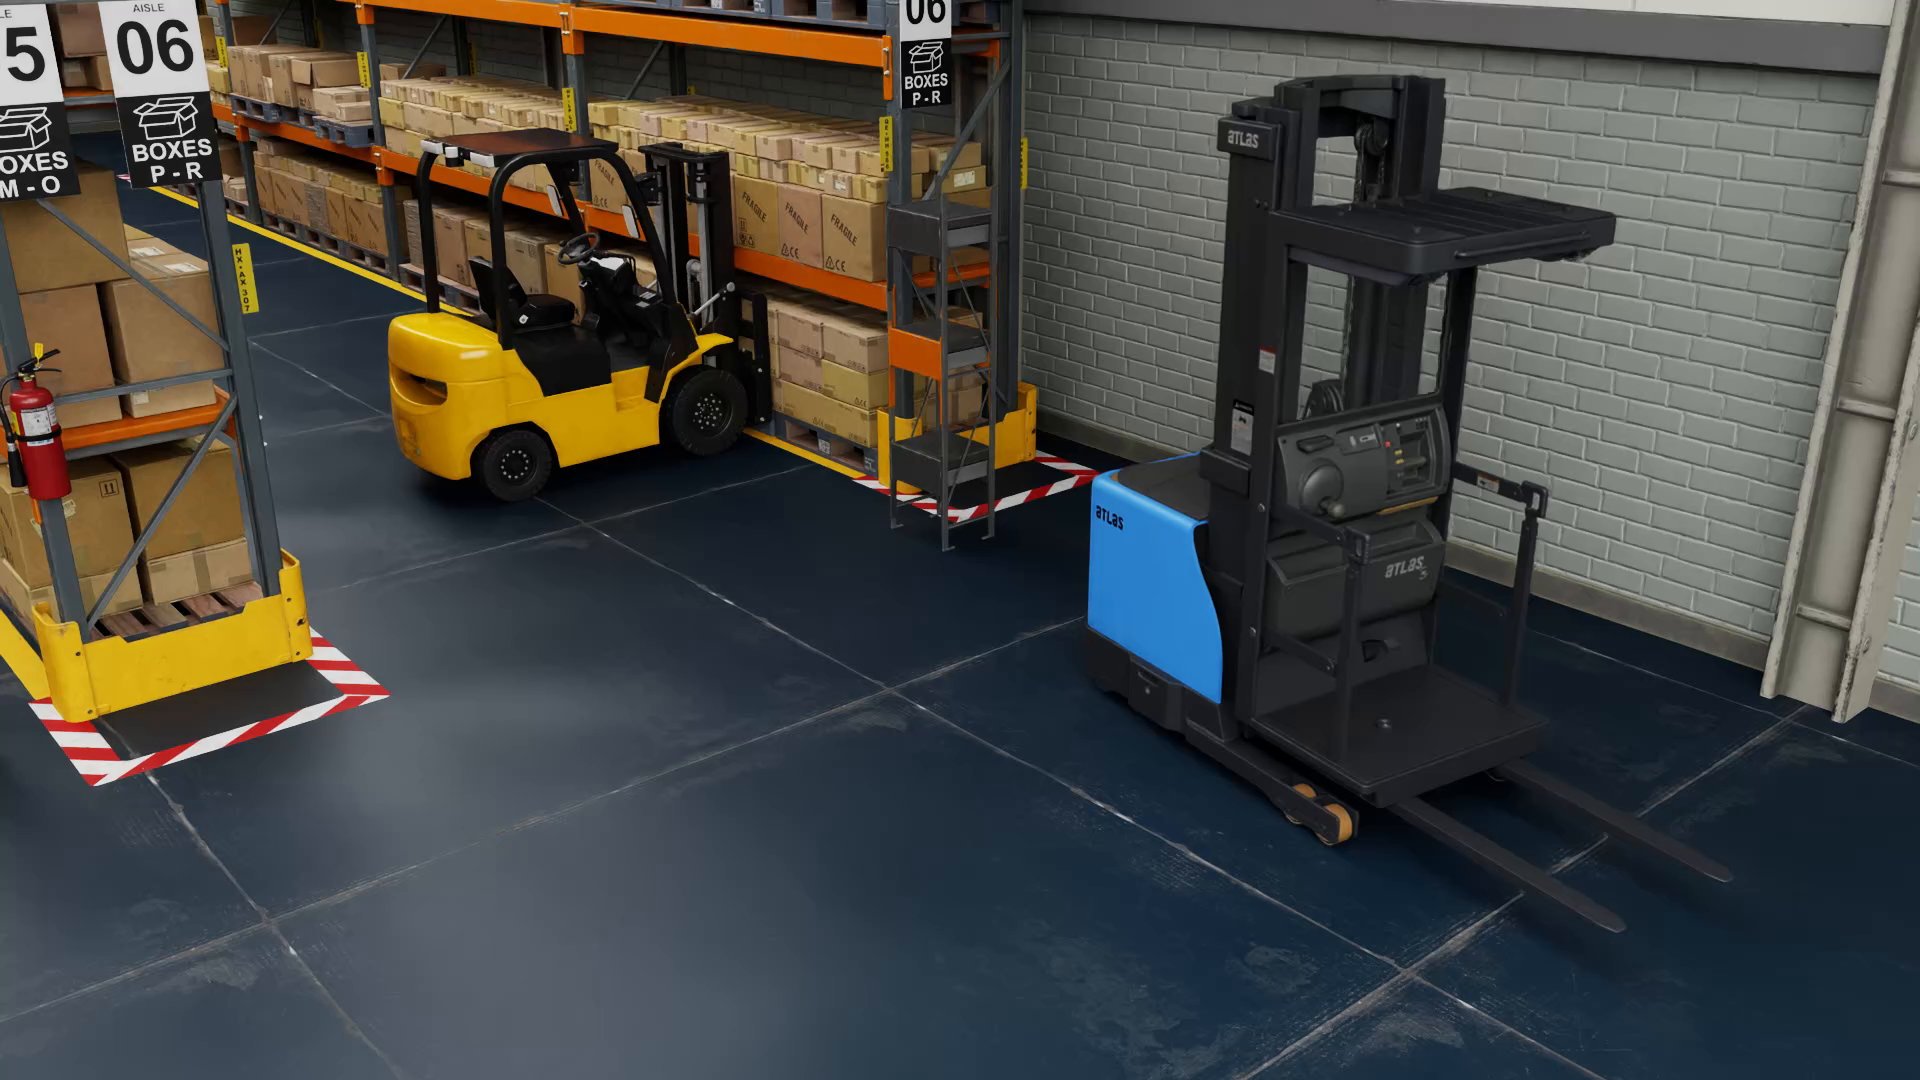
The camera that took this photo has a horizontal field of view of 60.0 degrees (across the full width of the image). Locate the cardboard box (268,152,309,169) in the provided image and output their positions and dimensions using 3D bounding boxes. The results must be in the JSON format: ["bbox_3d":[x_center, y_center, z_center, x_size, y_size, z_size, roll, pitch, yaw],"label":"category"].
[{"bbox_3d":[-7.585,-4.306,18.828,0.380,0.149,0.250,-18,28,-39],"label":"cardboard box"}]

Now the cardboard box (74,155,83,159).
[{"bbox_3d":[-4.606,-1.577,7.980,0.700,0.500,0.500,-17,27,-37],"label":"cardboard box"}]

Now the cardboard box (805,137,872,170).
[{"bbox_3d":[-0.794,-2.540,10.923,0.380,0.149,0.250,-17,27,-36],"label":"cardboard box"}]

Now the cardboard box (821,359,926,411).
[{"bbox_3d":[-0.579,-1.086,11.153,0.500,0.250,0.500,-18,28,-38],"label":"cardboard box"}]

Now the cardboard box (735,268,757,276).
[{"bbox_3d":[-1.505,-1.995,12.787,0.500,0.250,0.500,-17,27,-37],"label":"cardboard box"}]

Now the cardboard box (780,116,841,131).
[{"bbox_3d":[-1.070,-2.943,11.950,0.380,0.149,0.250,-17,27,-37],"label":"cardboard box"}]

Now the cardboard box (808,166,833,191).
[{"bbox_3d":[-0.775,-2.405,10.986,0.380,0.149,0.250,-17,27,-36],"label":"cardboard box"}]

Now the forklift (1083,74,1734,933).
[{"bbox_3d":[1.803,-0.311,6.759,1.130,2.935,3.031,-13,25,-29],"label":"forklift"}]

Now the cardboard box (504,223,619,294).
[{"bbox_3d":[-3.485,-2.431,14.757,0.875,0.625,0.625,-18,28,-38],"label":"cardboard box"}]

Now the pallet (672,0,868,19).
[{"bbox_3d":[-1.267,-3.772,11.510,1.003,0.211,1.213,-17,27,-37],"label":"pallet"}]

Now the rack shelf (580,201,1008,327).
[{"bbox_3d":[-1.330,-2.096,12.208,1.077,0.370,4.000,-17,27,-37],"label":"rack shelf"}]

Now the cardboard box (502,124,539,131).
[{"bbox_3d":[-3.491,-3.361,13.973,0.500,0.250,0.500,-18,28,-39],"label":"cardboard box"}]

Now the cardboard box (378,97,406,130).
[{"bbox_3d":[-5.161,-4.064,15.768,0.500,0.250,0.500,-17,27,-37],"label":"cardboard box"}]

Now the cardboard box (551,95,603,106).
[{"bbox_3d":[-3.326,-3.776,14.485,0.380,0.149,0.250,-17,27,-37],"label":"cardboard box"}]

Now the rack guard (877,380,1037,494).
[{"bbox_3d":[-0.009,-0.707,11.105,1.175,0.500,0.348,-17,27,-37],"label":"rack guard"}]

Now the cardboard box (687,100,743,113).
[{"bbox_3d":[-1.883,-3.305,12.874,0.380,0.149,0.250,-18,28,-38],"label":"cardboard box"}]

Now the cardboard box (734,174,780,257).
[{"bbox_3d":[-1.211,-2.285,11.568,0.500,0.500,0.500,-18,28,-38],"label":"cardboard box"}]

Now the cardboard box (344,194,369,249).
[{"bbox_3d":[-6.004,-3.326,17.215,0.500,0.500,0.500,-18,28,-38],"label":"cardboard box"}]

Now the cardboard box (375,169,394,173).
[{"bbox_3d":[-6.041,-3.927,17.860,0.380,0.149,0.250,-18,28,-39],"label":"cardboard box"}]

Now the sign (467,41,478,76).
[{"bbox_3d":[-4.828,-4.760,16.437,0.100,0.325,0.005,-17,27,-37],"label":"sign"}]

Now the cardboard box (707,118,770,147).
[{"bbox_3d":[-1.575,-2.910,11.866,0.380,0.149,0.250,-17,27,-37],"label":"cardboard box"}]

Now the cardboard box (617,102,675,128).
[{"bbox_3d":[-2.399,-3.265,12.772,0.380,0.149,0.250,-17,27,-37],"label":"cardboard box"}]

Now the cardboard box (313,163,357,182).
[{"bbox_3d":[-6.727,-3.951,17.921,0.380,0.149,0.250,-17,27,-37],"label":"cardboard box"}]

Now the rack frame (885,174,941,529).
[{"bbox_3d":[-0.267,-1.091,9.890,0.400,2.100,0.015,-17,27,-37],"label":"rack frame"}]

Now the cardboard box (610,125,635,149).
[{"bbox_3d":[-2.456,-3.110,12.784,0.380,0.149,0.250,-17,27,-36],"label":"cardboard box"}]

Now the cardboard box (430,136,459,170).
[{"bbox_3d":[-4.476,-3.557,15.158,0.500,0.250,0.500,-19,28,-39],"label":"cardboard box"}]

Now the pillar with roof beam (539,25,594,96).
[{"bbox_3d":[-6.974,-5.711,12.226,9.100,9.000,0.400,-17,27,-37],"label":"pillar with roof beam"}]

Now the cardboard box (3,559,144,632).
[{"bbox_3d":[-4.529,0.224,8.495,0.500,0.250,0.500,-18,27,-38],"label":"cardboard box"}]

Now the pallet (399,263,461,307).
[{"bbox_3d":[-4.738,-2.553,16.213,1.003,0.211,1.213,-17,27,-37],"label":"pallet"}]

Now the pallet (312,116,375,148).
[{"bbox_3d":[-5.742,-4.169,16.779,1.213,0.211,1.003,-17,27,-37],"label":"pallet"}]

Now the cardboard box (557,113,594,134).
[{"bbox_3d":[-3.026,-3.373,13.457,0.380,0.149,0.250,-16,27,-36],"label":"cardboard box"}]

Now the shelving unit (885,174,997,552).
[{"bbox_3d":[-0.108,-1.023,9.718,0.431,2.100,0.503,-17,27,-37],"label":"shelving unit"}]

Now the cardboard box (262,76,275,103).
[{"bbox_3d":[-7.241,-4.851,17.865,0.396,0.266,0.258,-16,26,-35],"label":"cardboard box"}]

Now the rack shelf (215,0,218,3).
[{"bbox_3d":[-9.163,-6.808,20.125,1.077,0.370,4.000,-17,27,-37],"label":"rack shelf"}]

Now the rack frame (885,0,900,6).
[{"bbox_3d":[-0.024,-4.671,9.572,1.000,3.000,0.127,-17,27,-37],"label":"rack frame"}]

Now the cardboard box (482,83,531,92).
[{"bbox_3d":[-4.178,-4.121,15.367,0.380,0.149,0.250,-18,27,-38],"label":"cardboard box"}]

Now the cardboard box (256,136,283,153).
[{"bbox_3d":[-7.779,-4.517,18.959,0.380,0.149,0.250,-18,28,-38],"label":"cardboard box"}]

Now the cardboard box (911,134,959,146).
[{"bbox_3d":[-0.208,-2.597,11.067,0.380,0.149,0.250,-16,27,-36],"label":"cardboard box"}]

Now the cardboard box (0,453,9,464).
[{"bbox_3d":[-4.793,-0.506,8.441,0.380,0.149,0.250,-16,27,-36],"label":"cardboard box"}]

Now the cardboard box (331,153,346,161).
[{"bbox_3d":[-6.870,-4.293,18.794,0.380,0.149,0.250,-19,28,-40],"label":"cardboard box"}]

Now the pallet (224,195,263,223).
[{"bbox_3d":[-8.305,-4.085,20.124,1.003,0.211,1.213,-17,27,-37],"label":"pallet"}]

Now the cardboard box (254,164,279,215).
[{"bbox_3d":[-7.712,-4.038,19.032,0.500,0.500,0.500,-16,26,-35],"label":"cardboard box"}]

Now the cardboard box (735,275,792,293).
[{"bbox_3d":[-1.561,-1.730,12.112,0.500,0.250,0.500,-18,28,-38],"label":"cardboard box"}]

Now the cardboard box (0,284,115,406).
[{"bbox_3d":[-4.345,-0.965,7.789,0.500,0.500,0.500,-18,28,-38],"label":"cardboard box"}]

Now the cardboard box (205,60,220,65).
[{"bbox_3d":[-9.028,-5.620,20.019,0.500,0.250,0.500,-18,27,-38],"label":"cardboard box"}]

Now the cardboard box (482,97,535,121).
[{"bbox_3d":[-3.883,-3.719,14.340,0.380,0.149,0.250,-17,27,-37],"label":"cardboard box"}]

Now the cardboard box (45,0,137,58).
[{"bbox_3d":[-3.909,-2.363,7.589,0.500,0.250,0.500,-18,28,-38],"label":"cardboard box"}]

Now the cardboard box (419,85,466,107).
[{"bbox_3d":[-4.719,-4.071,15.238,0.380,0.149,0.250,-17,27,-37],"label":"cardboard box"}]

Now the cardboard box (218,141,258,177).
[{"bbox_3d":[-8.935,-4.606,20.483,0.700,0.500,0.500,-19,28,-39],"label":"cardboard box"}]

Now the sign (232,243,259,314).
[{"bbox_3d":[-3.371,-1.228,7.818,0.100,0.325,0.005,-17,27,-37],"label":"sign"}]

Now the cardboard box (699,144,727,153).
[{"bbox_3d":[-1.632,-2.749,11.863,0.380,0.149,0.250,-18,28,-38],"label":"cardboard box"}]

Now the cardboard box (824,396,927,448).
[{"bbox_3d":[-0.570,-0.848,11.230,0.500,0.250,0.500,-17,27,-37],"label":"cardboard box"}]

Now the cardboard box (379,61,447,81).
[{"bbox_3d":[-5.464,-4.510,16.672,0.500,0.500,0.500,-16,26,-35],"label":"cardboard box"}]

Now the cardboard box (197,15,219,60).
[{"bbox_3d":[-9.397,-6.112,20.247,0.500,0.500,0.500,-17,27,-36],"label":"cardboard box"}]

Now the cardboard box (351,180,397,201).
[{"bbox_3d":[-5.962,-3.566,16.938,0.380,0.149,0.250,-19,28,-40],"label":"cardboard box"}]
